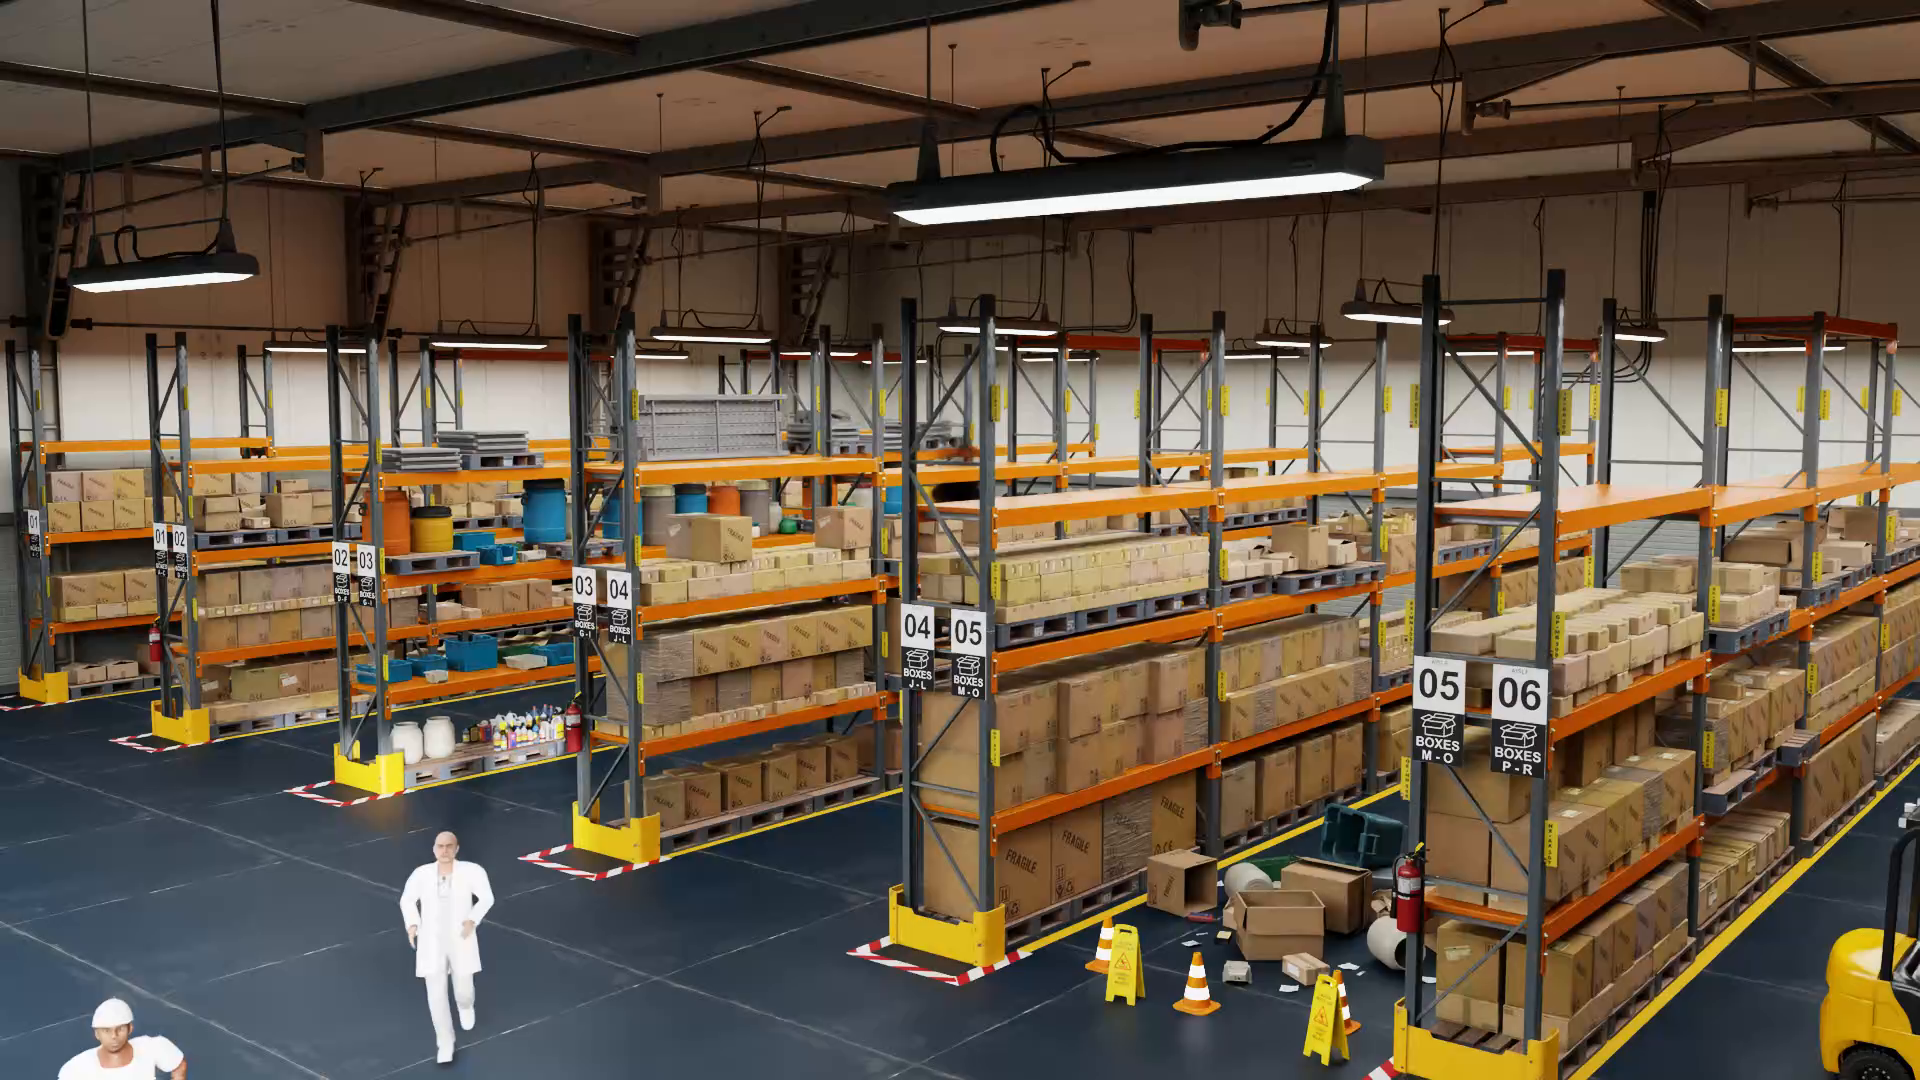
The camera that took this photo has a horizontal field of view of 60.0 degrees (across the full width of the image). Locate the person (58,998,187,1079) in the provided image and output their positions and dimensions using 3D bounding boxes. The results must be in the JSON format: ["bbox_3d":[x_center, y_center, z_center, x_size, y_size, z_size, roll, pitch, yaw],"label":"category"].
[{"bbox_3d":[-4.690,3.455,9.302,0.676,1.830,0.787,-2,6,-22],"label":"person"}]

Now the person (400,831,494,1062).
[{"bbox_3d":[-4.011,3.132,13.001,0.713,1.729,0.753,-1,5,-11],"label":"person"}]
